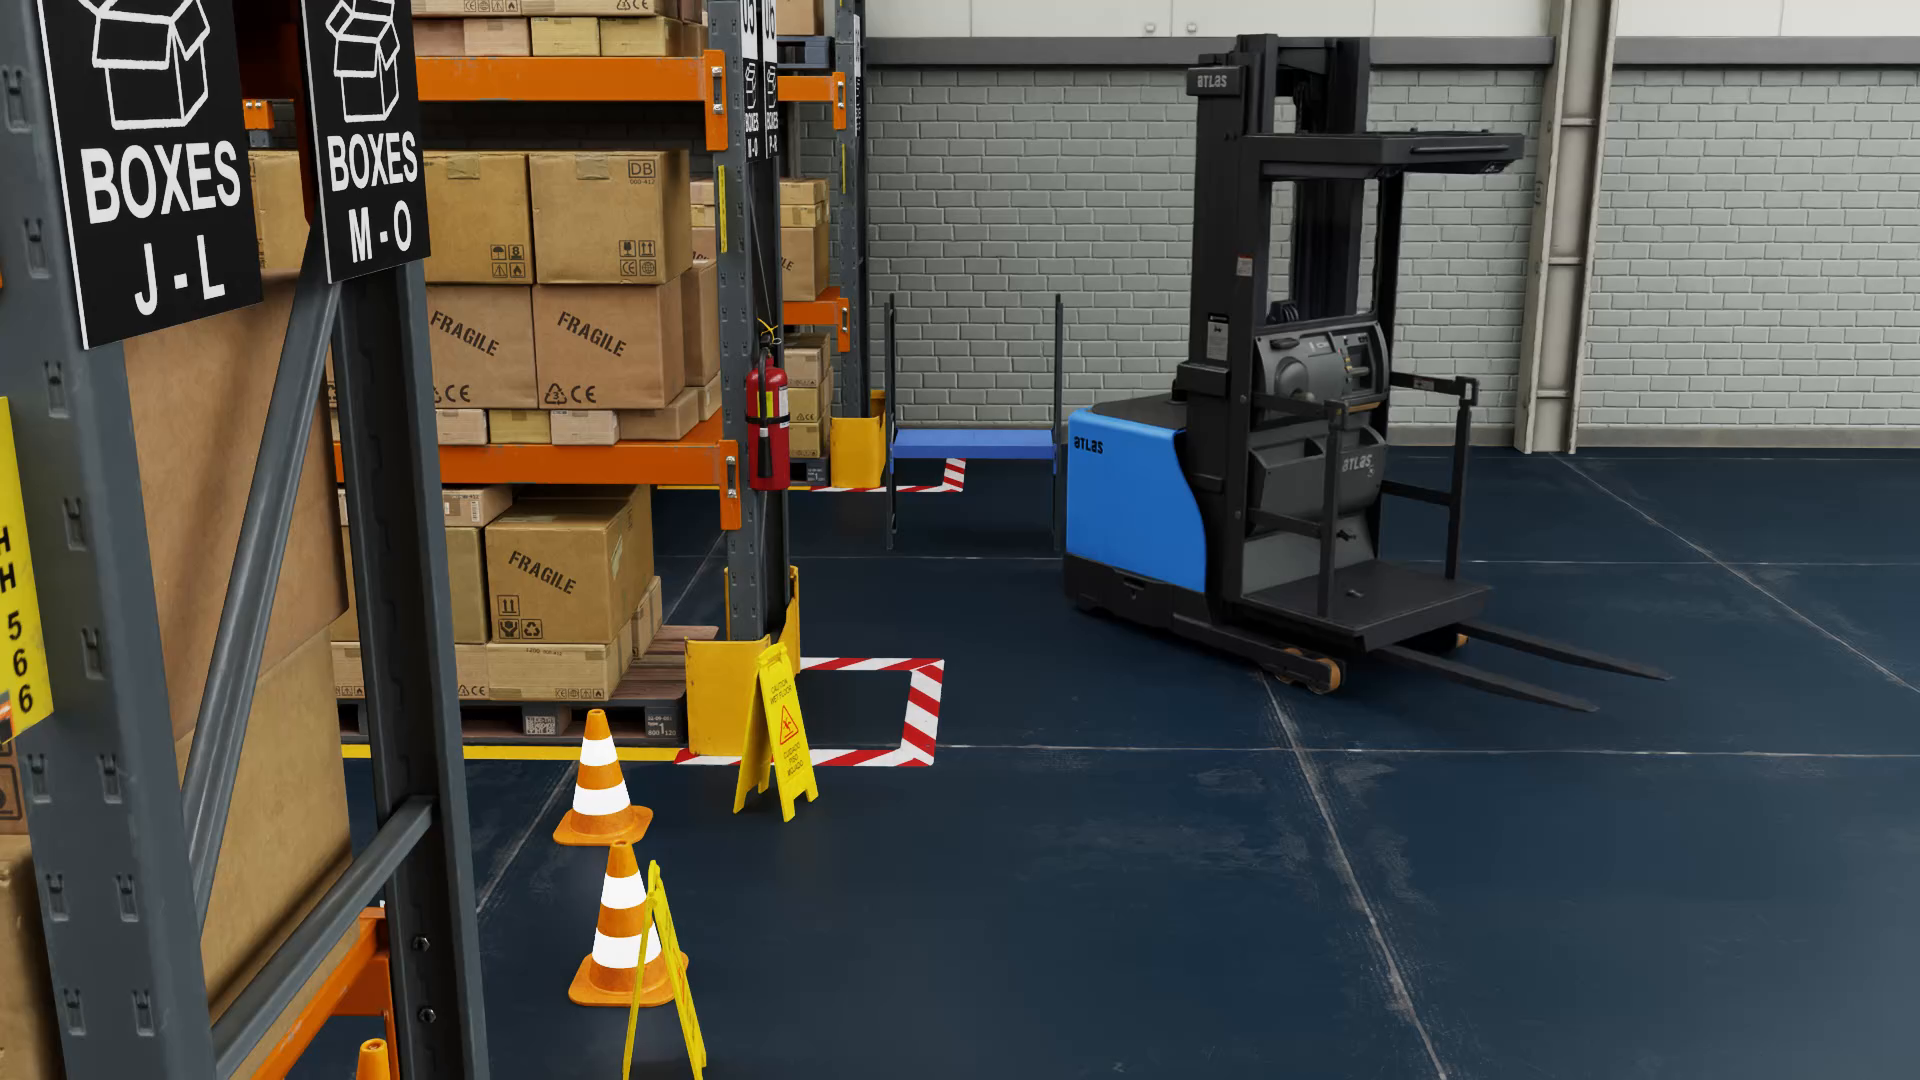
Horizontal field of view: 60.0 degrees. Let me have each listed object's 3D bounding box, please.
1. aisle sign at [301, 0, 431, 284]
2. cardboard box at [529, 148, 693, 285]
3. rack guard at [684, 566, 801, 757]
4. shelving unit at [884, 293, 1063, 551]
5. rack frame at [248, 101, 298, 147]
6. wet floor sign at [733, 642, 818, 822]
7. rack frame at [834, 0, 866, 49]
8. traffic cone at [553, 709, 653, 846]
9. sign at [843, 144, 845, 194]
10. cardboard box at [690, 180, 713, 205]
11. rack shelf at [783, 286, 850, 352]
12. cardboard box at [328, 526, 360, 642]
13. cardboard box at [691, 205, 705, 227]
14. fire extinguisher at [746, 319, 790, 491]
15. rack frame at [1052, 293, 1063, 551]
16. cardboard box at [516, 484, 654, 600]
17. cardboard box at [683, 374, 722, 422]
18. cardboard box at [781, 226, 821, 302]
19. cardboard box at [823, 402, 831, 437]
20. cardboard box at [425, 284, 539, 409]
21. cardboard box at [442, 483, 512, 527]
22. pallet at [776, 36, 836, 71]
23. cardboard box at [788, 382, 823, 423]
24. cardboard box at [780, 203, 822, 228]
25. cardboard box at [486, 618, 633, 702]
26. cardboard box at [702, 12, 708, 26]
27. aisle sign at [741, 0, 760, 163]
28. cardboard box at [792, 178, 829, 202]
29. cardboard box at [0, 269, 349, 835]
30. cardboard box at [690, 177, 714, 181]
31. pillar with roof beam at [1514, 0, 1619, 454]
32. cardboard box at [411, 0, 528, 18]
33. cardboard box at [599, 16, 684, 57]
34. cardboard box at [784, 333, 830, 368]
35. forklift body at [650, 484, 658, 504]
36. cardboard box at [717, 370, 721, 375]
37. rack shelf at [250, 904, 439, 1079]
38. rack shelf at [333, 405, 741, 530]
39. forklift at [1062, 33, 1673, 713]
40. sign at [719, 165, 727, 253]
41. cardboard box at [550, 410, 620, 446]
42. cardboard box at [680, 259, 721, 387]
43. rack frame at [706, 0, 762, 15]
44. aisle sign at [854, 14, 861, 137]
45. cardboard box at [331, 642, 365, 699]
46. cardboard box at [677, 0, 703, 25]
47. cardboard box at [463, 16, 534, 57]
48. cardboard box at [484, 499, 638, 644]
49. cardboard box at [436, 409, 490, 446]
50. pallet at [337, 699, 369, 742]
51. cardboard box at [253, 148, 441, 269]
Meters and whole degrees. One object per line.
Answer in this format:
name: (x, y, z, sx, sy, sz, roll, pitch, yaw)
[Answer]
aisle sign: (-0.823, -0.768, 2.274, 0.004, 0.787, 0.394, 0, 15, 1)
cardboard box: (-1.392, -1.321, 6.728, 0.500, 0.500, 0.700, 0, 15, 0)
rack guard: (-0.952, 0.510, 7.426, 0.348, 0.500, 1.175, 0, 15, 1)
shelving unit: (0.085, -0.725, 10.147, 1.048, 1.500, 0.538, 0, 15, 1)
rack frame: (-4.752, -1.990, 12.002, 0.127, 3.000, 1.000, 0, 15, 1)
wet floor sign: (-0.713, 0.715, 6.366, 0.232, 0.644, 0.267, 6, 16, 21)
rack frame: (-0.753, -4.864, 11.138, 0.127, 3.000, 1.000, 0, 15, 1)
traffic cone: (-1.339, 0.855, 6.192, 0.334, 0.463, 0.336, 0, 15, 1)
sign: (-0.781, -2.500, 11.201, 0.005, 0.325, 0.100, 0, 15, 1)
cardboard box: (-1.873, -2.427, 11.609, 0.250, 0.149, 0.380, 0, 15, 2)
rack shelf: (-2.752, -1.629, 12.044, 4.000, 0.370, 1.077, 0, 15, 1)
cardboard box: (-2.710, 0.120, 7.103, 0.500, 0.500, 0.500, 0, 15, 0)
cardboard box: (-1.868, -2.272, 11.605, 0.250, 0.149, 0.380, 0, 15, 1)
fire extinguisher: (-0.773, -0.542, 6.667, 0.183, 0.674, 0.296, 0, 15, 1)
rack frame: (0.593, -0.721, 10.134, 0.032, 1.500, 0.500, 0, 15, 1)
cardboard box: (-1.699, -0.010, 7.594, 0.500, 0.500, 0.500, 0, 15, 0)
cardboard box: (-1.210, -0.631, 7.346, 0.250, 0.149, 0.380, 0, 15, 2)
cardboard box: (-1.251, -1.948, 11.649, 0.500, 0.500, 0.500, 0, 15, 0)
cardboard box: (-1.239, -0.890, 12.401, 0.500, 0.250, 0.500, 0, 15, 2)
cardboard box: (-1.926, -0.828, 6.818, 0.500, 0.500, 0.500, 0, 15, 2)
cardboard box: (-2.052, -0.172, 6.936, 0.250, 0.149, 0.380, 1, 15, 3)
pallet: (-1.459, -3.383, 11.574, 1.213, 0.211, 1.003, 0, 15, 1)
cardboard box: (-1.247, -1.002, 11.846, 0.500, 0.250, 0.500, 0, 15, 1)
cardboard box: (-1.107, -2.256, 11.545, 0.250, 0.149, 0.380, 1, 15, 2)
cardboard box: (-1.715, 0.492, 7.163, 0.500, 0.250, 0.500, 0, 15, 1)
cardboard box: (-1.589, -3.472, 11.213, 0.250, 0.149, 0.380, 0, 15, 0)
aisle sign: (-0.821, -1.880, 6.492, 0.004, 0.787, 0.394, 0, 15, 1)
cardboard box: (-1.083, -2.526, 11.984, 0.250, 0.149, 0.380, 0, 15, 0)
cardboard box: (-1.271, -0.042, 2.208, 0.550, 0.550, 0.875, 0, 15, 1)
cardboard box: (-1.855, -2.540, 12.037, 0.250, 0.149, 0.380, 0, 15, 2)
pillar with roof beam: (4.462, -3.962, 7.717, 0.400, 9.000, 9.100, 0, 15, 1)
cardboard box: (-1.897, -2.161, 6.482, 0.500, 0.250, 0.500, 0, 15, 1)
cardboard box: (-1.240, -1.958, 6.493, 0.250, 0.149, 0.380, 0, 15, 2)
cardboard box: (-1.228, -1.372, 12.267, 0.500, 0.250, 0.500, 0, 15, 1)
forklift body: (-2.695, -1.100, 10.295, 1.214, 2.155, 2.313, 0, 15, 1)
cardboard box: (-1.732, -1.246, 11.789, 0.500, 0.250, 0.500, 1, 15, 2)
rack shelf: (-2.901, 0.900, 2.459, 4.000, 0.370, 1.077, 0, 15, 1)
rack shelf: (-2.875, -0.363, 7.246, 4.000, 0.370, 1.077, 0, 15, 1)
forklift: (1.876, -0.851, 7.821, 1.130, 2.935, 3.031, -12, 19, -38)
sign: (-0.910, -1.269, 6.381, 0.005, 0.325, 0.100, 0, 15, 1)
cardboard box: (-1.511, -0.498, 6.839, 0.250, 0.149, 0.380, 0, 15, 1)
cardboard box: (-1.342, -0.964, 7.334, 0.500, 0.500, 0.500, 0, 15, 1)
rack frame: (-0.876, -3.599, 6.340, 0.127, 3.000, 1.000, 0, 15, 1)
aisle sign: (-0.695, -3.145, 11.286, 0.004, 0.787, 0.394, 0, 15, 1)
cardboard box: (-2.732, 0.485, 7.190, 0.500, 0.250, 0.500, 0, 15, -1)
cardboard box: (-1.372, -2.291, 6.973, 0.500, 0.250, 0.500, 0, 15, 0)
cardboard box: (-1.754, -1.961, 6.507, 0.250, 0.149, 0.380, 1, 15, 3)
cardboard box: (-1.683, 0.127, 7.074, 0.500, 0.500, 0.500, 0, 15, 2)
cardboard box: (-2.025, -0.499, 6.843, 0.250, 0.149, 0.380, 1, 15, 2)
pallet: (-2.980, 0.627, 7.550, 1.213, 0.211, 1.003, 0, 15, 1)
cardboard box: (-2.410, -1.303, 6.661, 0.500, 0.500, 0.700, 0, 15, 1)
